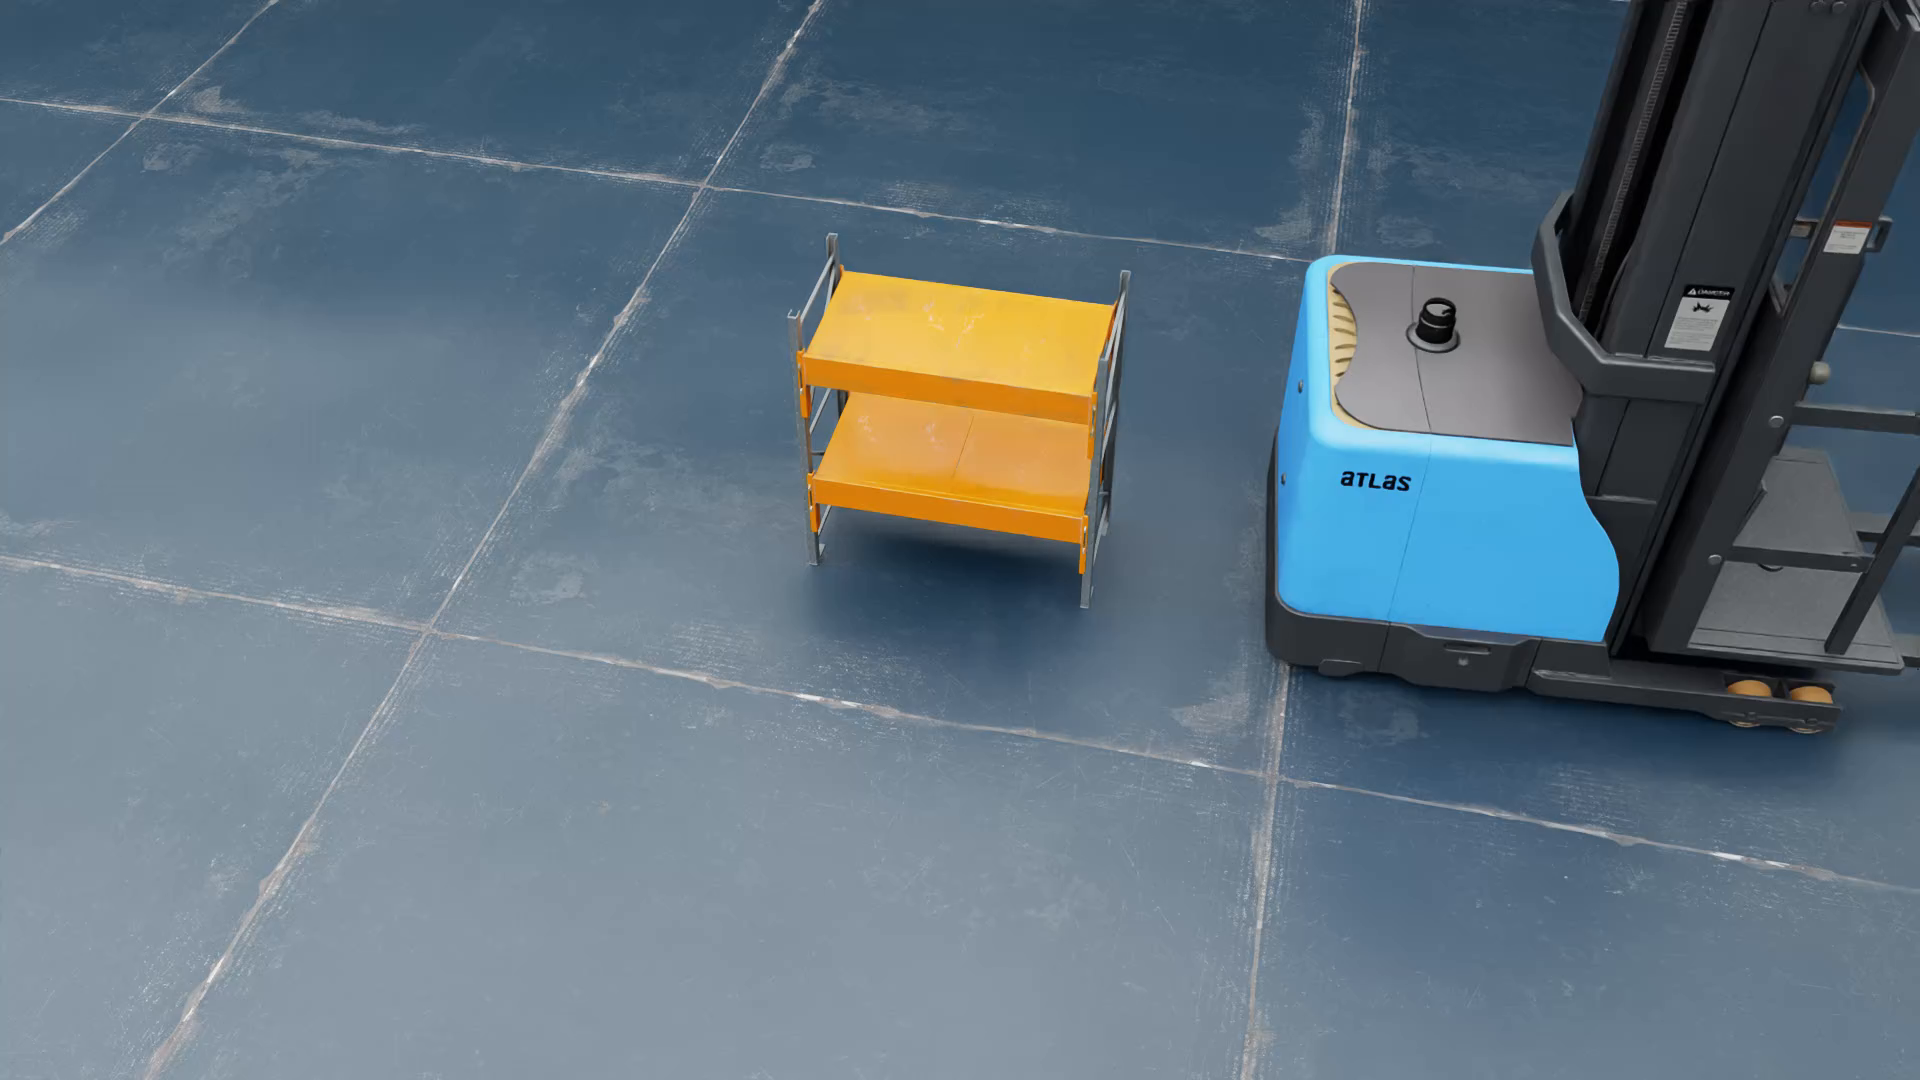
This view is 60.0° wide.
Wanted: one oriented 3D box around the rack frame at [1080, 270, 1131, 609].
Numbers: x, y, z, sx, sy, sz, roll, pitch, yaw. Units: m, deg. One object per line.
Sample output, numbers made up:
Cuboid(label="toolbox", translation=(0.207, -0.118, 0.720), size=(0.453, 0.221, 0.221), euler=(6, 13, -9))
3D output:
Cuboid(label="rack frame", translation=(0.503, -0.327, 5.779), size=(0.032, 1.125, 0.500), euler=(9, 45, 9))

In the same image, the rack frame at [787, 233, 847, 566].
Cuboid(label="rack frame", translation=(-0.489, -0.481, 5.939), size=(0.032, 1.125, 0.500), euler=(9, 45, 9))

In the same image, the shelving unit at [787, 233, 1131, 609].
Cuboid(label="shelving unit", translation=(0.007, -0.404, 5.859), size=(1.048, 1.125, 0.538), euler=(9, 45, 9))

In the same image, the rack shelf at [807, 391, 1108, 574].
Cuboid(label="rack shelf", translation=(0.007, -0.228, 6.028), size=(1.000, 0.278, 0.538), euler=(9, 45, 9))

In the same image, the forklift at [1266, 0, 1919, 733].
Cuboid(label="forklift", translation=(2.622, -0.804, 4.972), size=(3.031, 2.935, 1.130), euler=(5, 44, 6))

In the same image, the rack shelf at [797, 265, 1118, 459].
Cuboid(label="rack shelf", translation=(0.007, -0.615, 5.656), size=(1.000, 0.278, 0.538), euler=(9, 45, 9))
